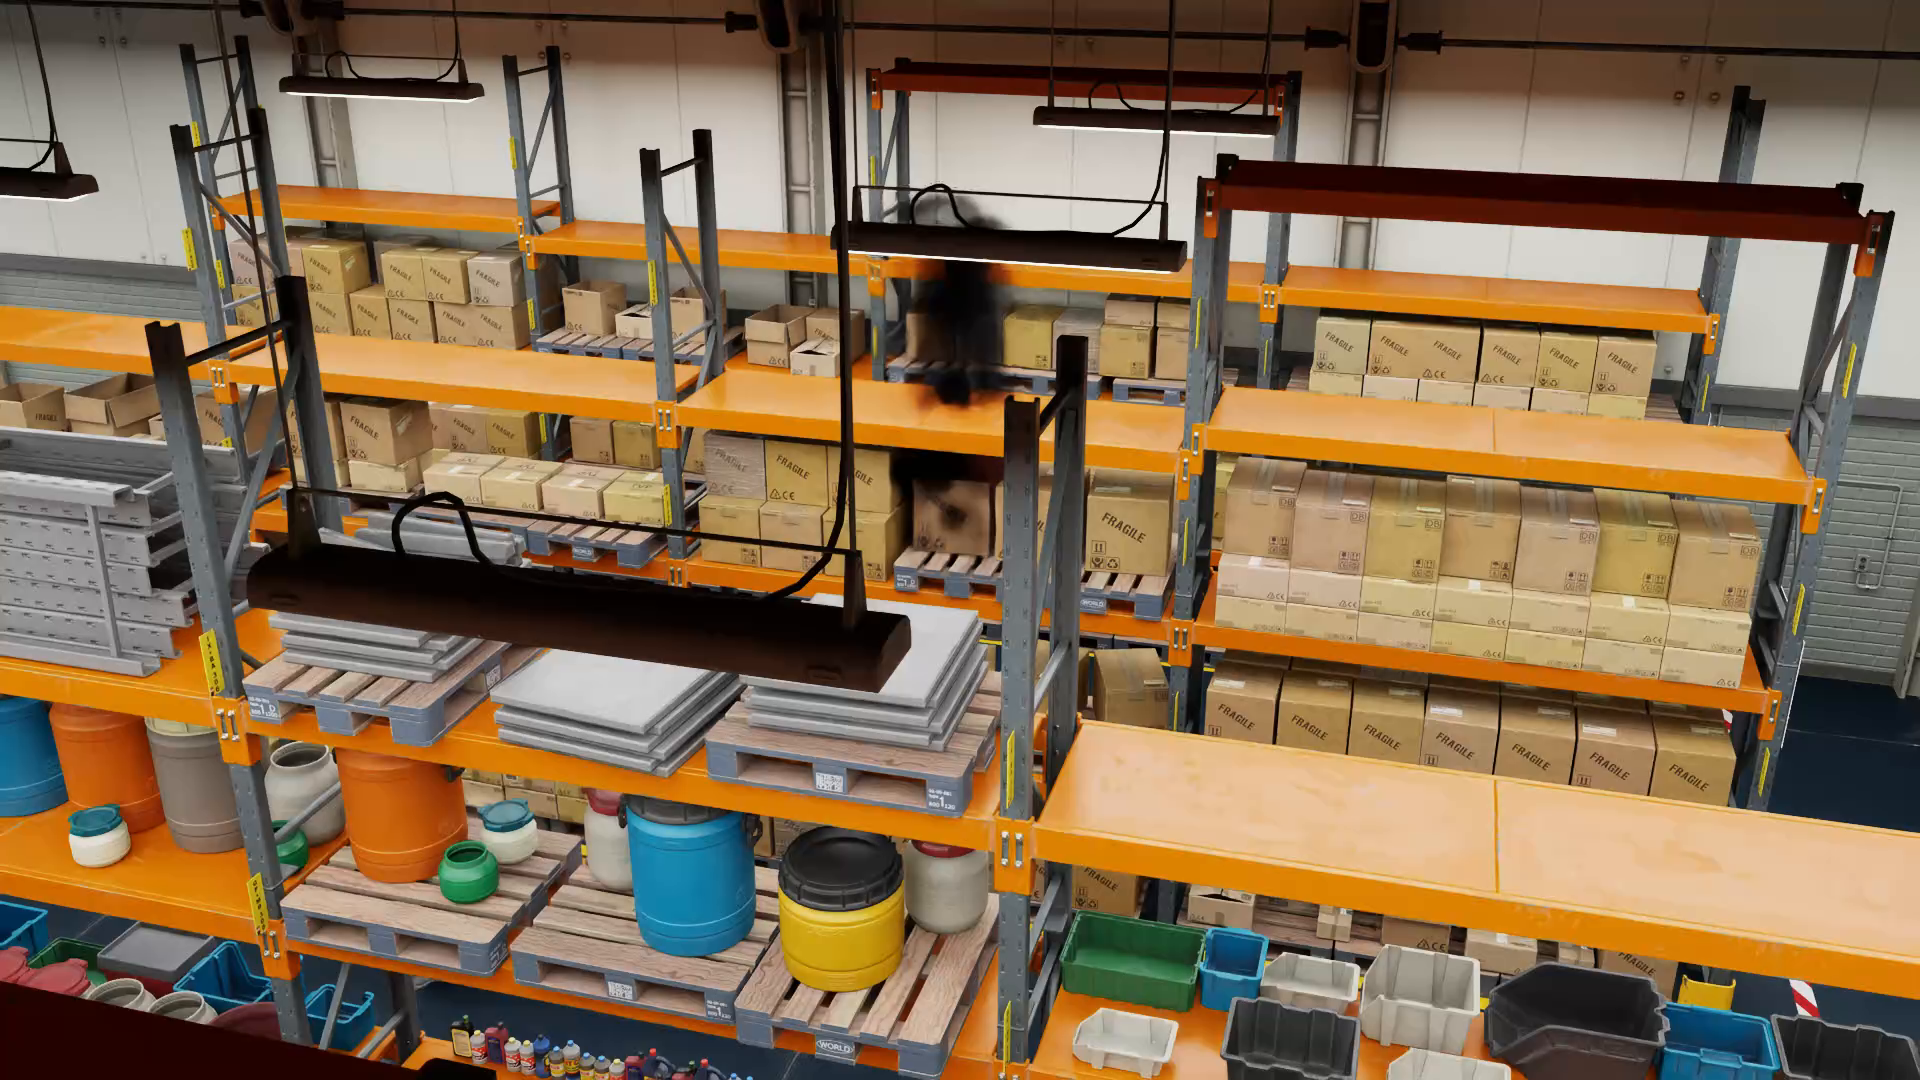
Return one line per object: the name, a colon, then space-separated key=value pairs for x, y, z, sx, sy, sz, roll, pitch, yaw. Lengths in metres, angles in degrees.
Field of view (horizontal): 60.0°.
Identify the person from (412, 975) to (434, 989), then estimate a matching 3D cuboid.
person: x=-4.370 y=2.625 z=12.443 sx=0.882 sy=1.551 sz=0.695 roll=-2 pitch=23 yaw=-5
